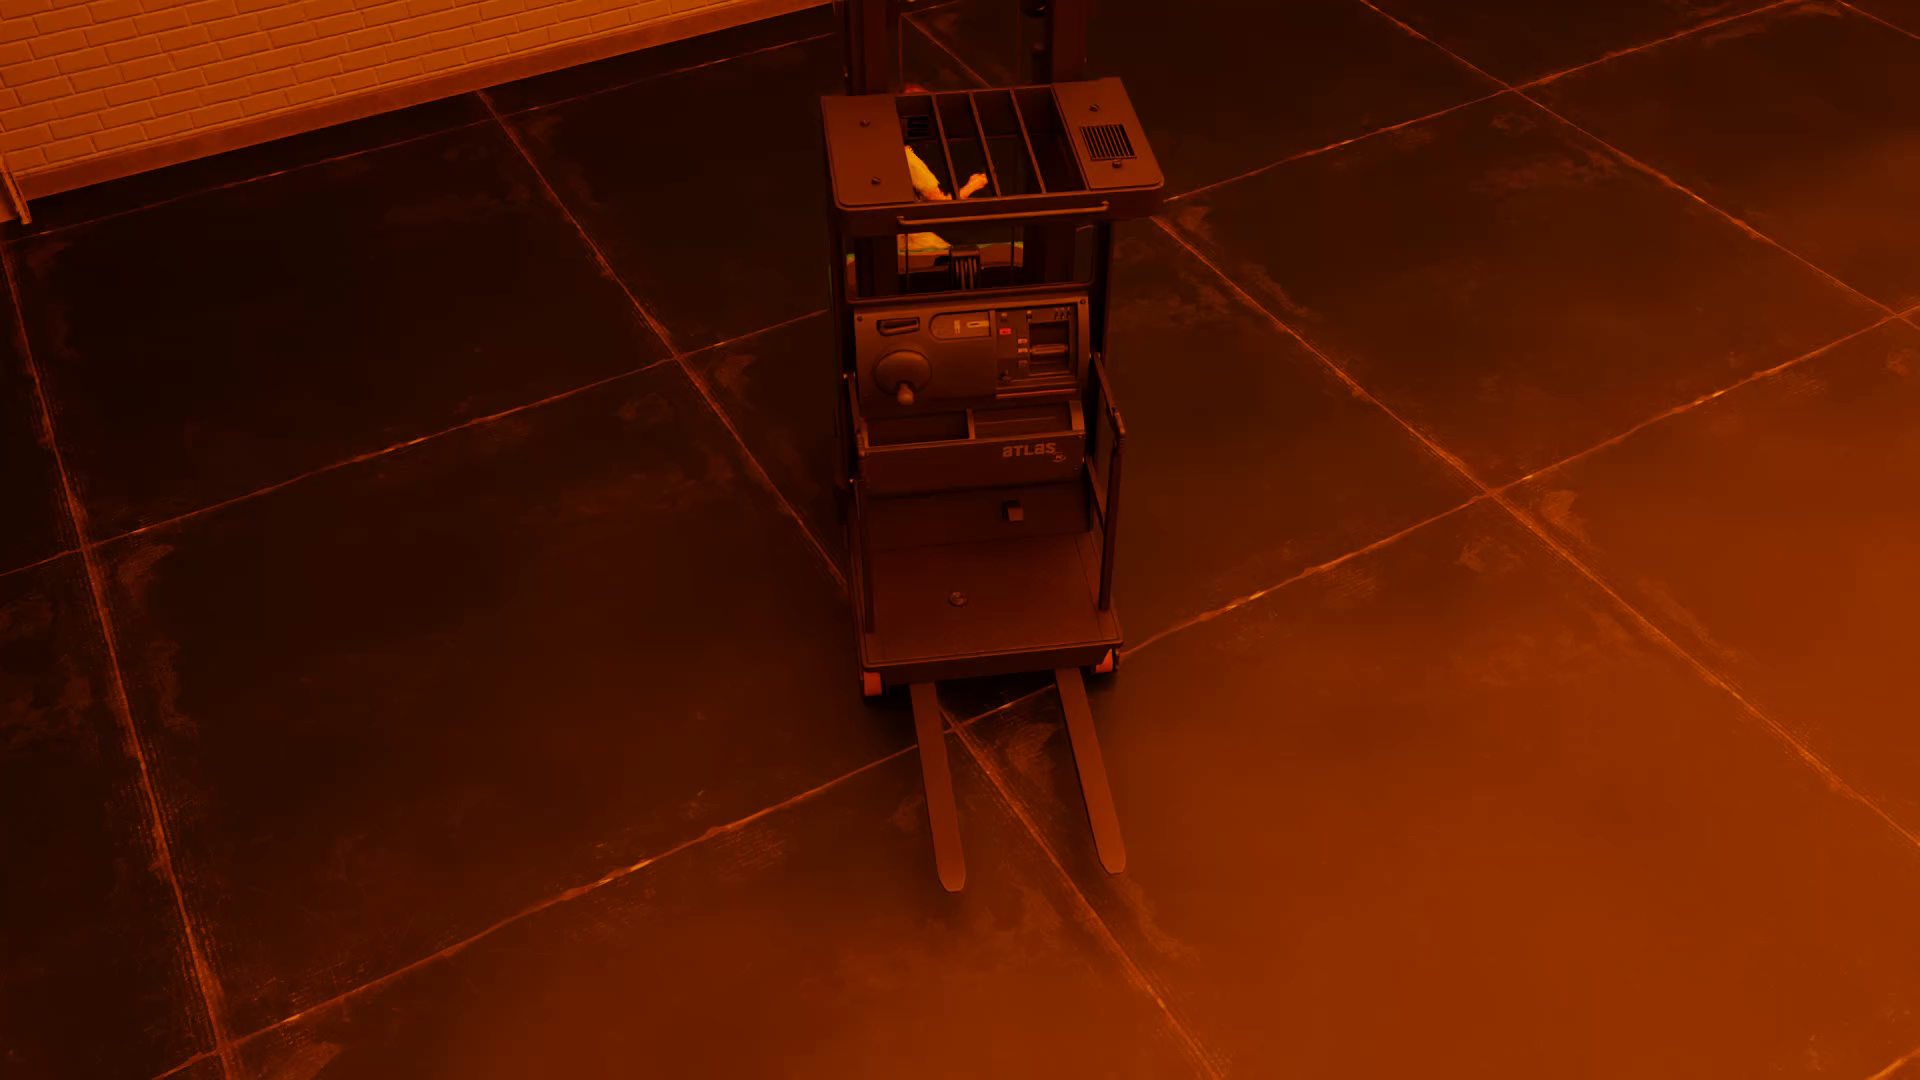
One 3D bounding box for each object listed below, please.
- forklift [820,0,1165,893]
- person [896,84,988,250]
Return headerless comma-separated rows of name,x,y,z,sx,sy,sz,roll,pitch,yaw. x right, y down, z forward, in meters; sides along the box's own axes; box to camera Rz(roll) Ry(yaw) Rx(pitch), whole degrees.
forklift,0.081,-0.663,6.413,1.130,2.935,3.031,-5,43,-6
person,-0.176,-1.725,8.642,0.651,1.451,1.172,-15,45,-16
